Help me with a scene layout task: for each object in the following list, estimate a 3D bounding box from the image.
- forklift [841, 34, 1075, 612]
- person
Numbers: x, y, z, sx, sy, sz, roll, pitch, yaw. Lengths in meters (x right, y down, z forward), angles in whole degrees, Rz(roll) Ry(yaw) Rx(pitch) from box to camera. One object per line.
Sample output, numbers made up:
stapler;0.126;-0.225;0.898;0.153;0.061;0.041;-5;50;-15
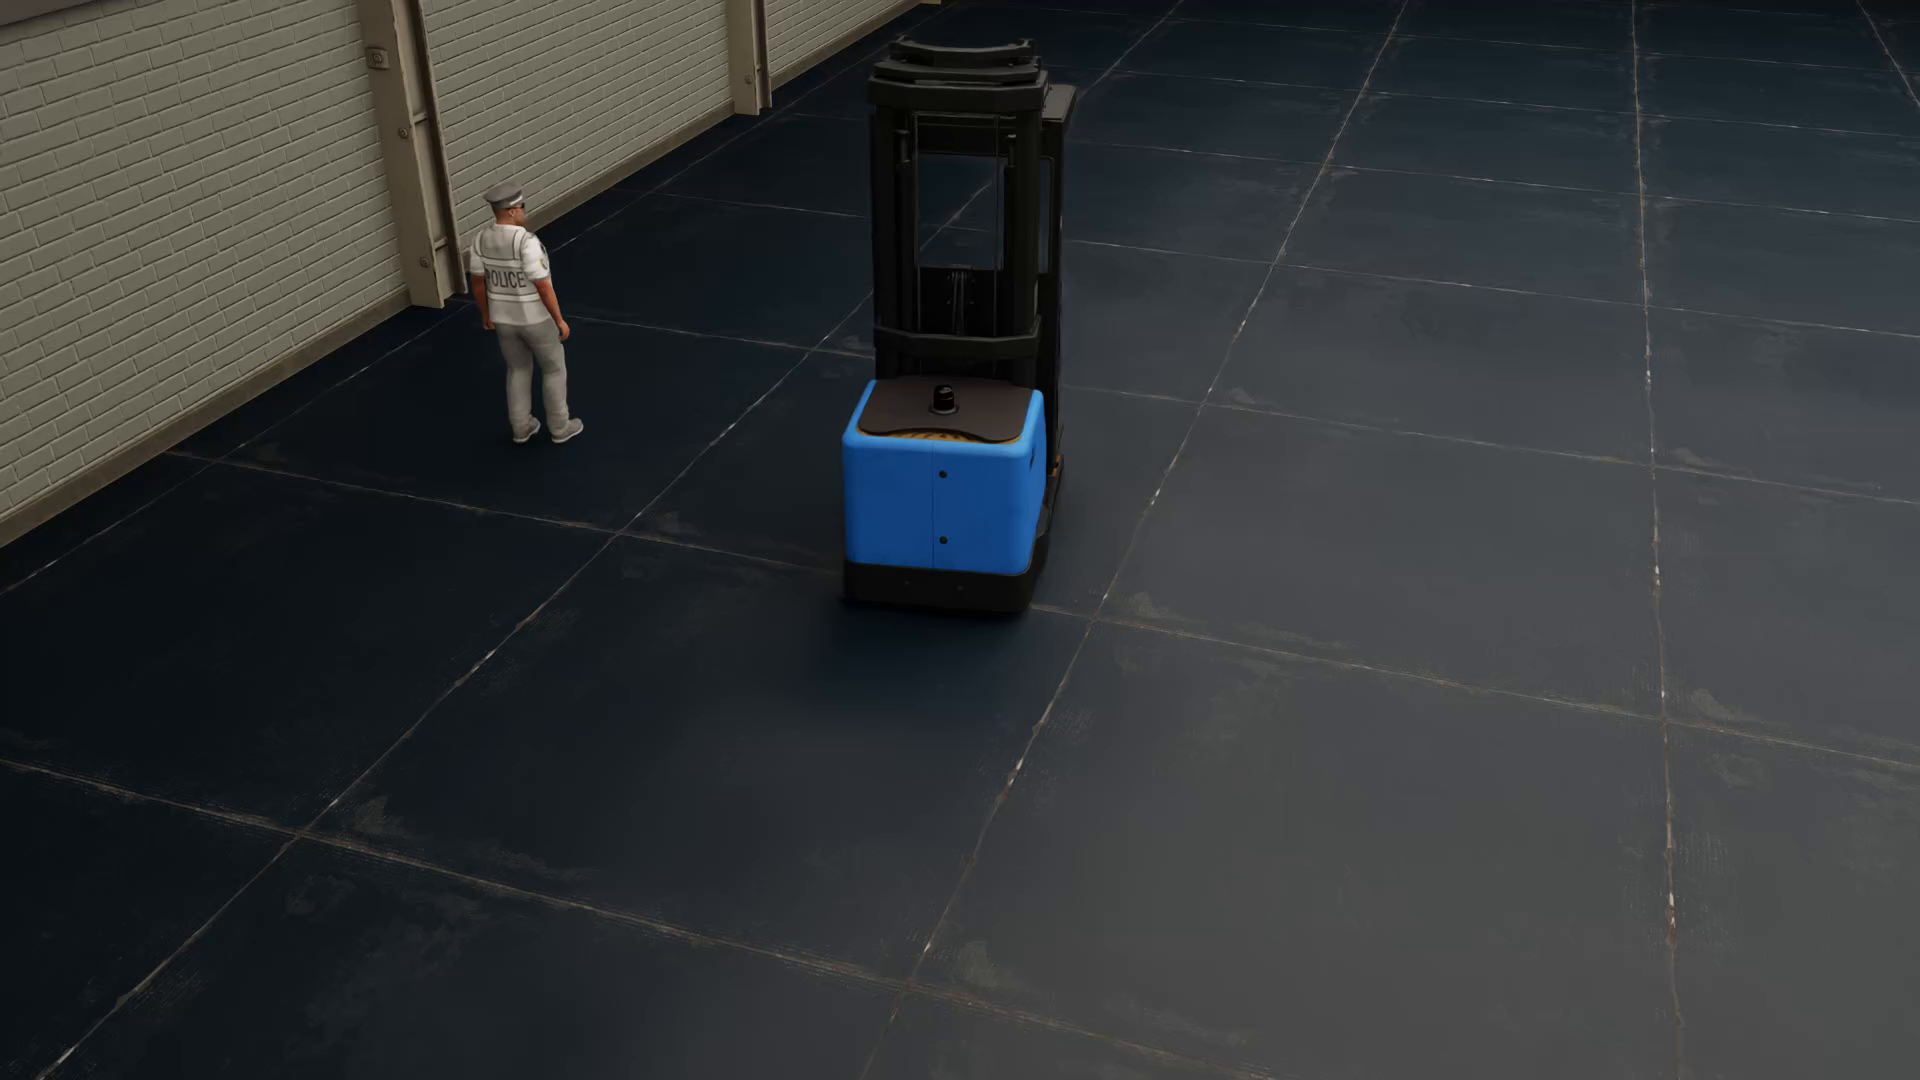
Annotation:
forklift;0.073;-1.581;9.909;1.130;2.935;3.031;4;30;7
person;-2.839;-1.476;10.910;0.651;1.761;0.441;9;31;15
